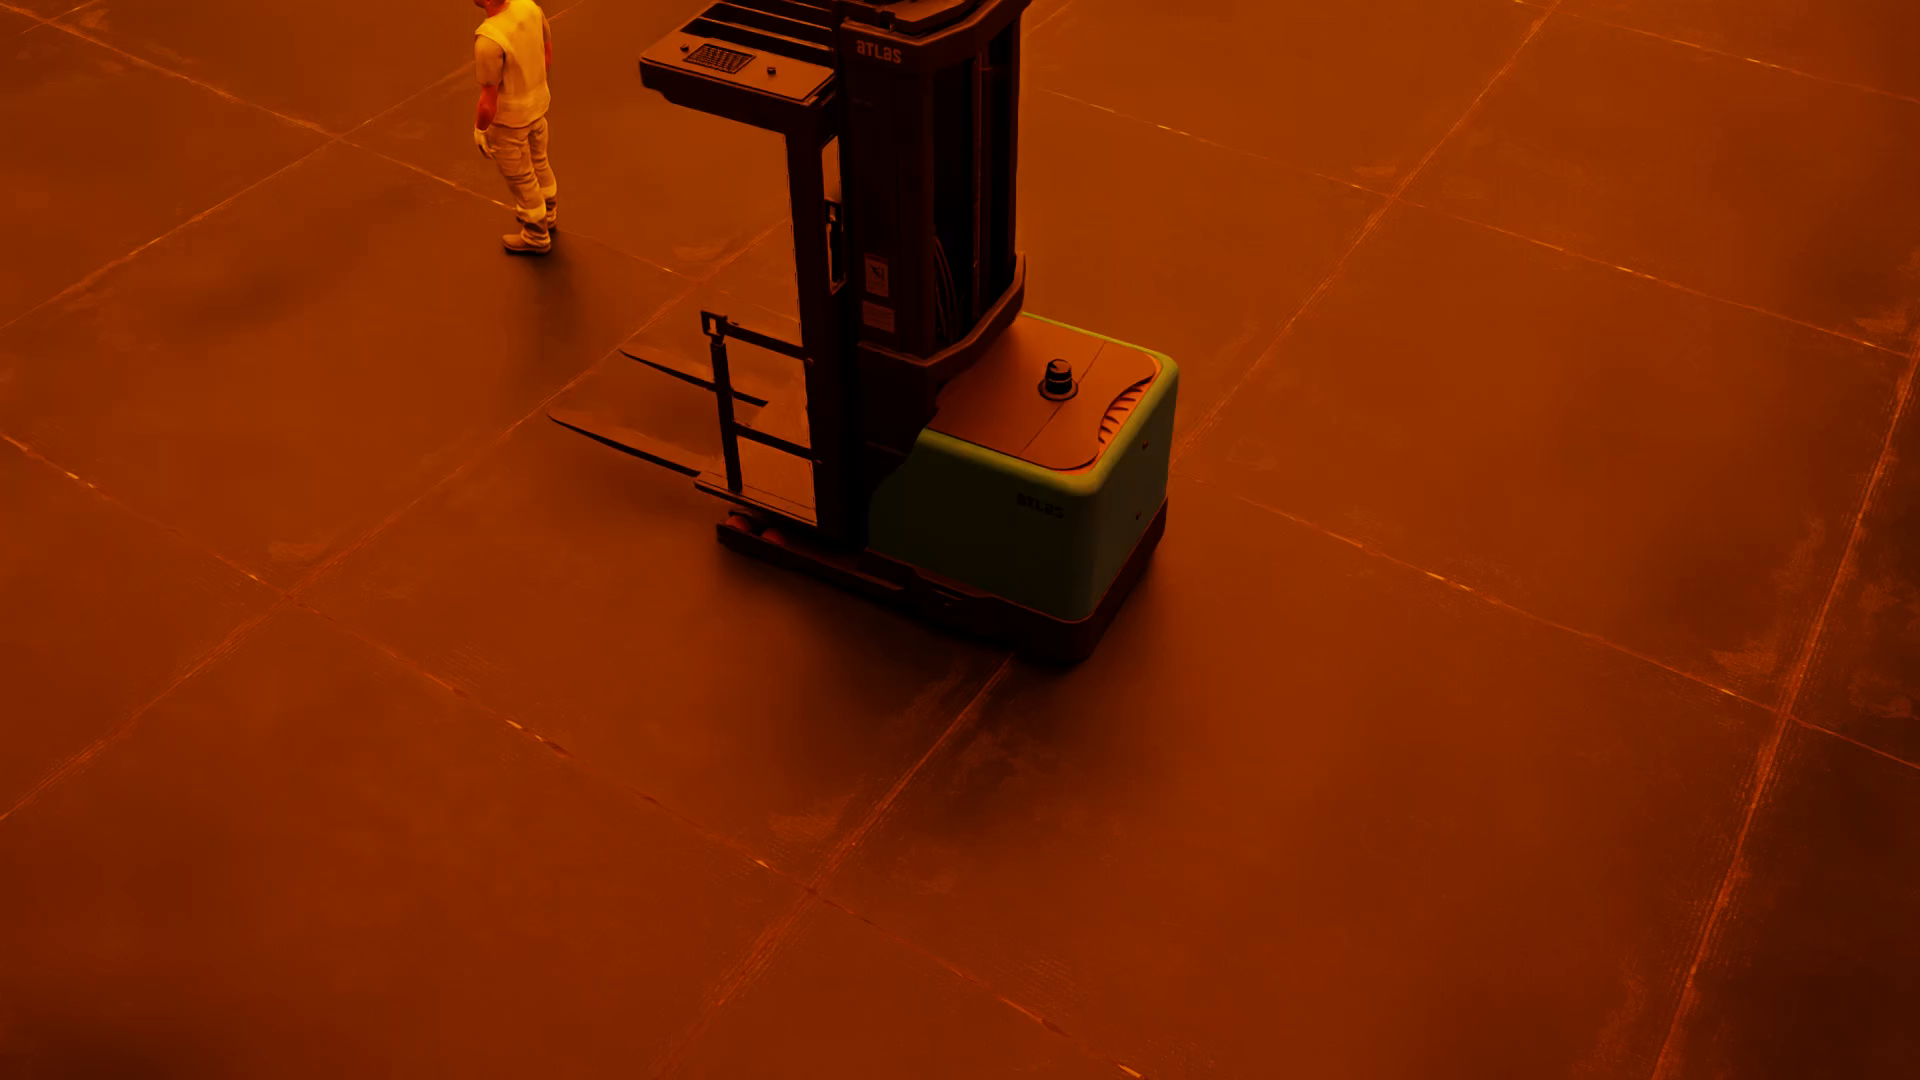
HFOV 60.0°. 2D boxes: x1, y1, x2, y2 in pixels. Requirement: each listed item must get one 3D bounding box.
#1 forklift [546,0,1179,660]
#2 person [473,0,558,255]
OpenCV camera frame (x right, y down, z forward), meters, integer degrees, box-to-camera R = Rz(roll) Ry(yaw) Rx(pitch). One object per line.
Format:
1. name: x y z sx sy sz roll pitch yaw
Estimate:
1. forklift: -0.576 -1.256 7.173 3.031 2.935 1.130 20 47 20
2. person: -2.517 -2.384 9.184 0.560 1.788 0.637 17 46 17
